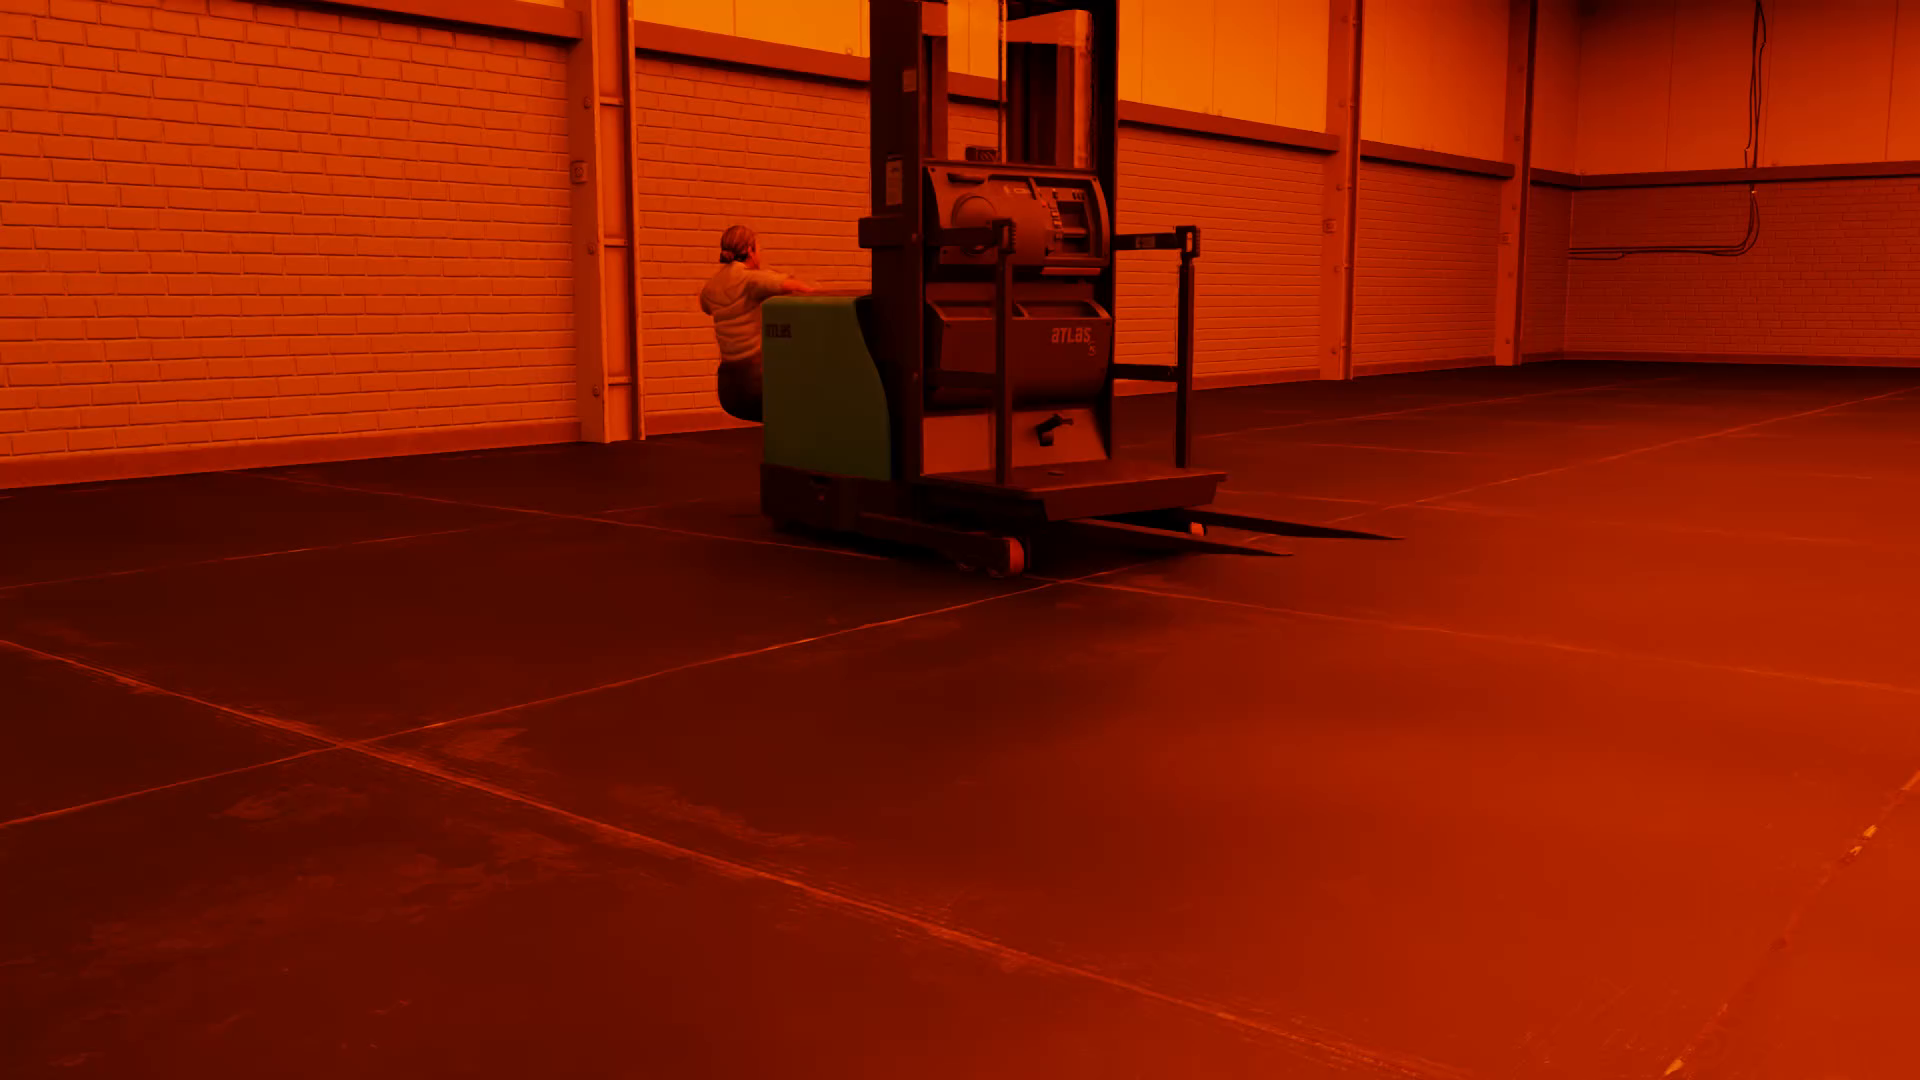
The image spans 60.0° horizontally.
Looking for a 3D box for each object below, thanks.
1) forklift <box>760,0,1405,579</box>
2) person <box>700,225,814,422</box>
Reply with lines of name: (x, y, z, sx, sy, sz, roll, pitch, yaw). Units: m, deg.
forklift: (0.385, -1.382, 6.724, 1.130, 2.935, 3.031, -7, 11, -38)
person: (-0.860, -0.867, 8.398, 0.975, 1.415, 0.797, 6, 10, 37)
